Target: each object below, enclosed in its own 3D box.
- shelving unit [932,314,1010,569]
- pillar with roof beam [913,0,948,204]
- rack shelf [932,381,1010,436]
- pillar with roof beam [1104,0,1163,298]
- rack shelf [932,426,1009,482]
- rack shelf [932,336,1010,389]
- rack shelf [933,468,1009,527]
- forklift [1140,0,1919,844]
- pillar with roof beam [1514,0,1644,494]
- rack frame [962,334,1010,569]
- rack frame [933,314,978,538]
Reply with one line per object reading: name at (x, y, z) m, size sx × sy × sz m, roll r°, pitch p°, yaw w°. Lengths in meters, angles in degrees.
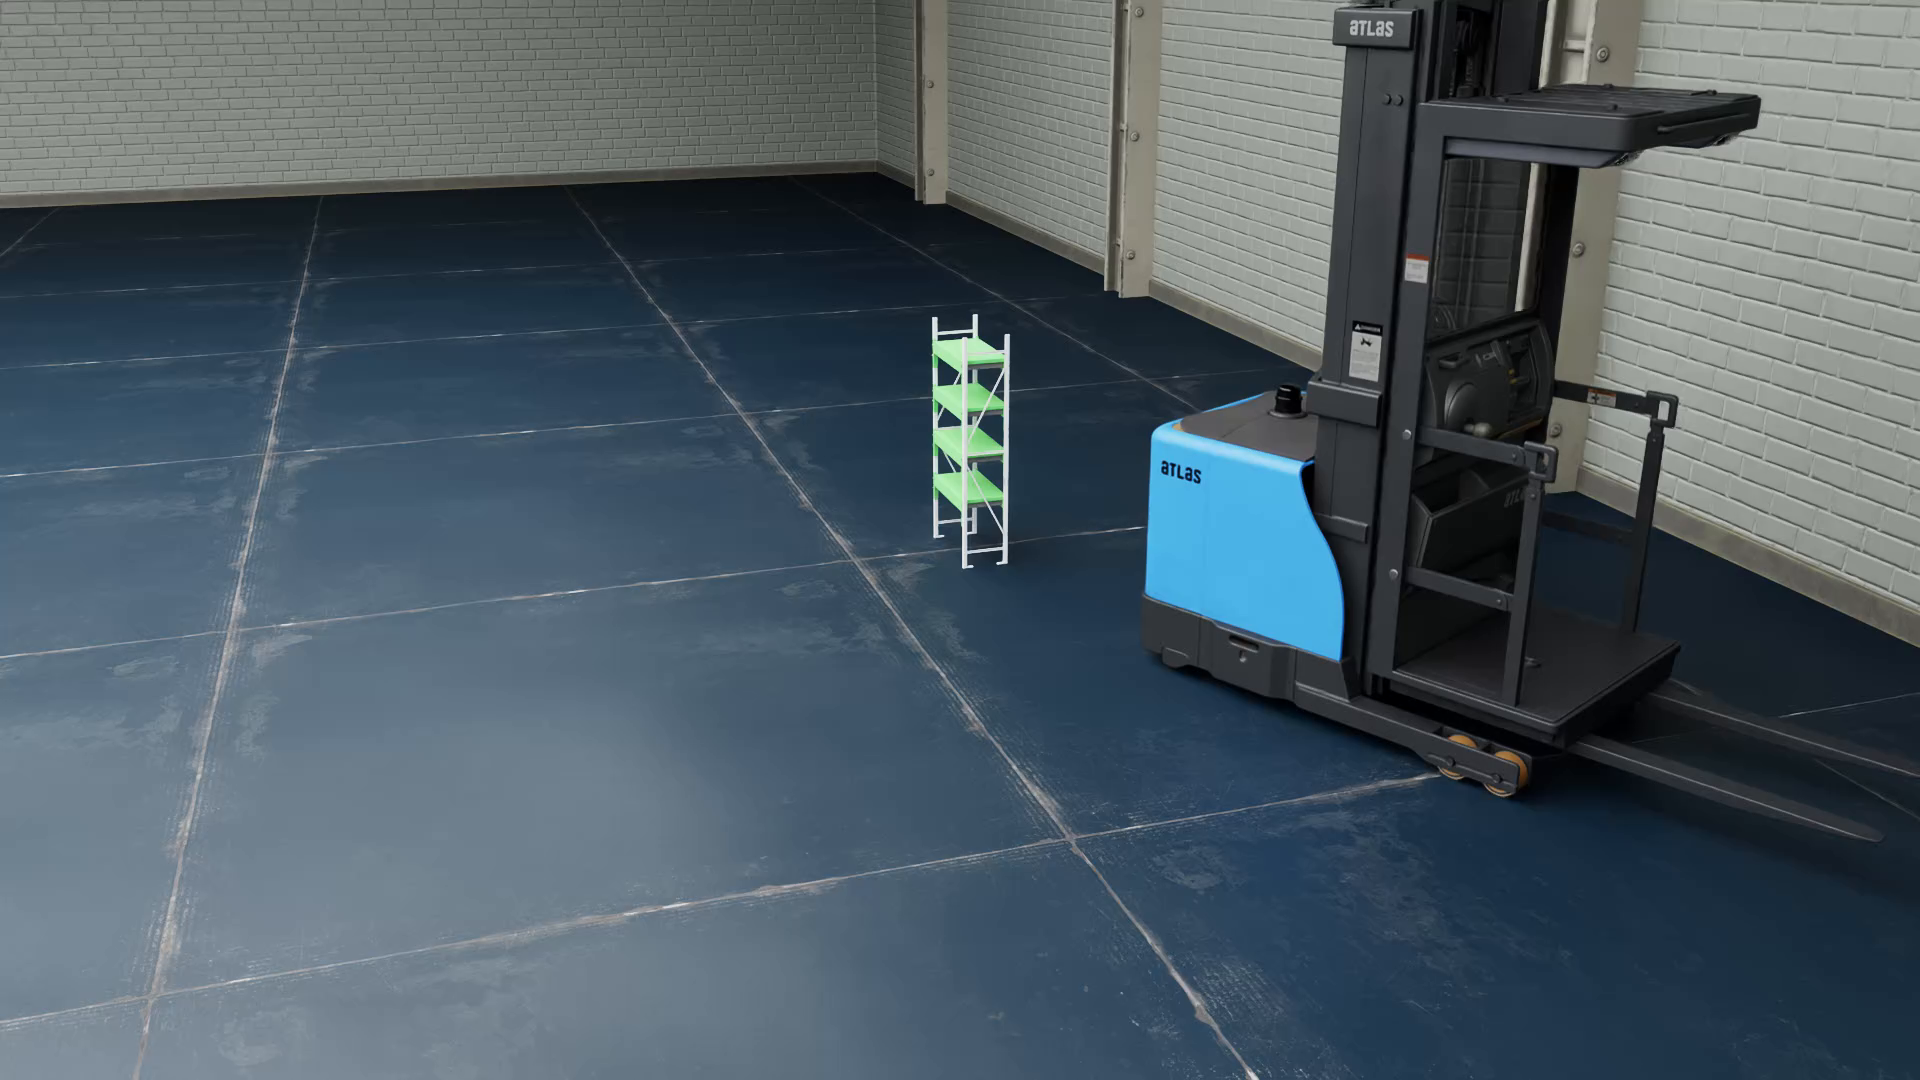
shelving unit at (0.052, -0.512, 8.566) m, size 0.258 × 1.200 × 0.503 m, roll -6°, pitch 21°, yaw -17°
pillar with roof beam at (-4.437, -7.968, 17.788) m, size 9.100 × 9.000 × 0.400 m, roll -6°, pitch 21°, yaw -17°
rack shelf at (0.052, -0.677, 8.506) m, size 0.258 × 0.148 × 0.480 m, roll -6°, pitch 21°, yaw -17°
pillar with roof beam at (-2.551, -6.043, 12.428) m, size 9.100 × 9.000 × 0.400 m, roll -6°, pitch 21°, yaw -17°
rack shelf at (0.052, -0.451, 8.587) m, size 0.258 × 0.148 × 0.480 m, roll -6°, pitch 21°, yaw -17°
rack shelf at (0.052, -0.903, 8.425) m, size 0.258 × 0.148 × 0.480 m, roll -6°, pitch 21°, yaw -17°
rack shelf at (0.052, -0.226, 8.669) m, size 0.258 × 0.148 × 0.480 m, roll -6°, pitch 21°, yaw -17°
forklift at (2.199, -0.614, 6.291) m, size 1.130 × 2.935 × 3.031 m, roll -19°, pitch 27°, yaw -42°
pillar with roof beam at (-0.666, -4.117, 7.067) m, size 9.100 × 9.000 × 0.400 m, roll -6°, pitch 21°, yaw -17°
rack frame at (0.129, -0.433, 8.348) m, size 0.240 × 1.200 × 0.015 m, roll -6°, pitch 21°, yaw -17°
rack frame at (-0.025, -0.590, 8.784) m, size 0.240 × 1.200 × 0.015 m, roll -6°, pitch 21°, yaw -17°
